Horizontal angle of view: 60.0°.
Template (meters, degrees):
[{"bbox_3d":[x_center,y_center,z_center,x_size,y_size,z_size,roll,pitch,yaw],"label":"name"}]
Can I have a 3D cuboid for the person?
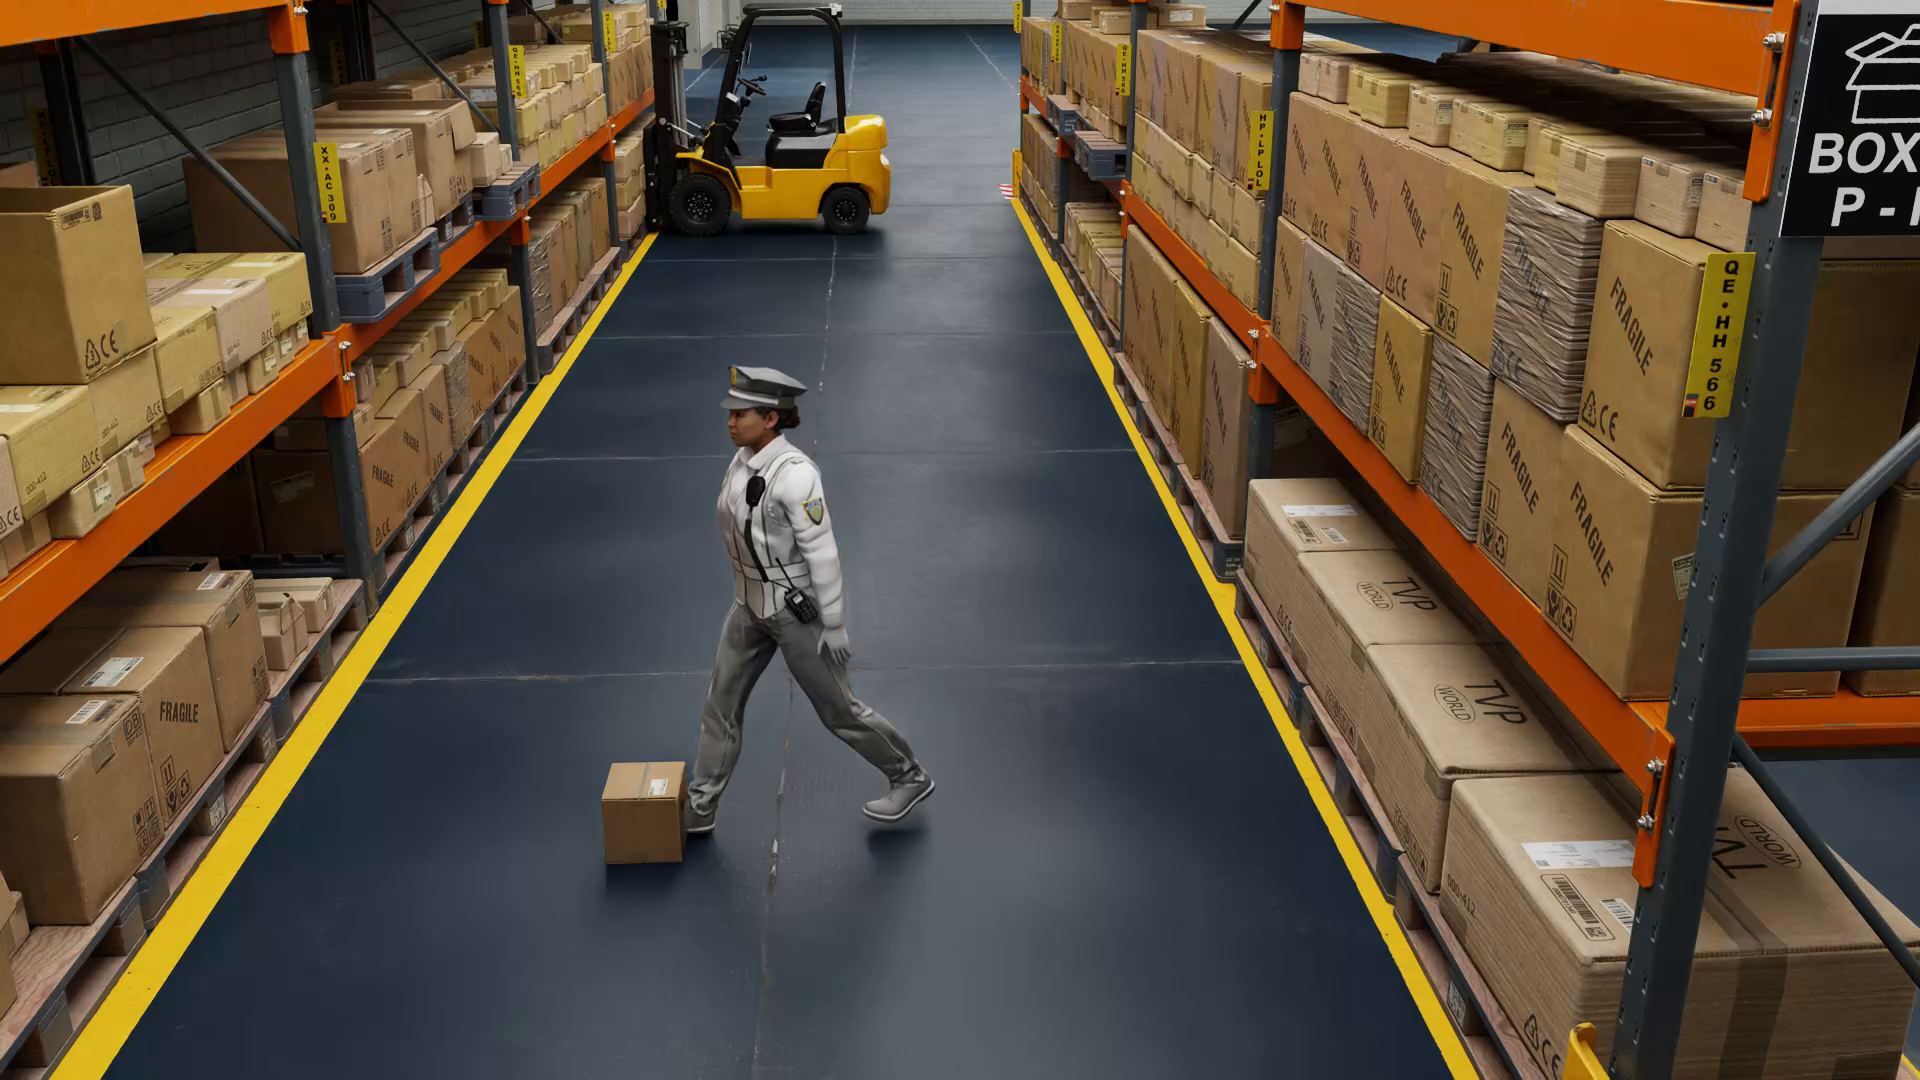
[{"bbox_3d":[-0.608,0.219,5.477,0.983,1.638,0.538,-13,24,-31],"label":"person"}]
